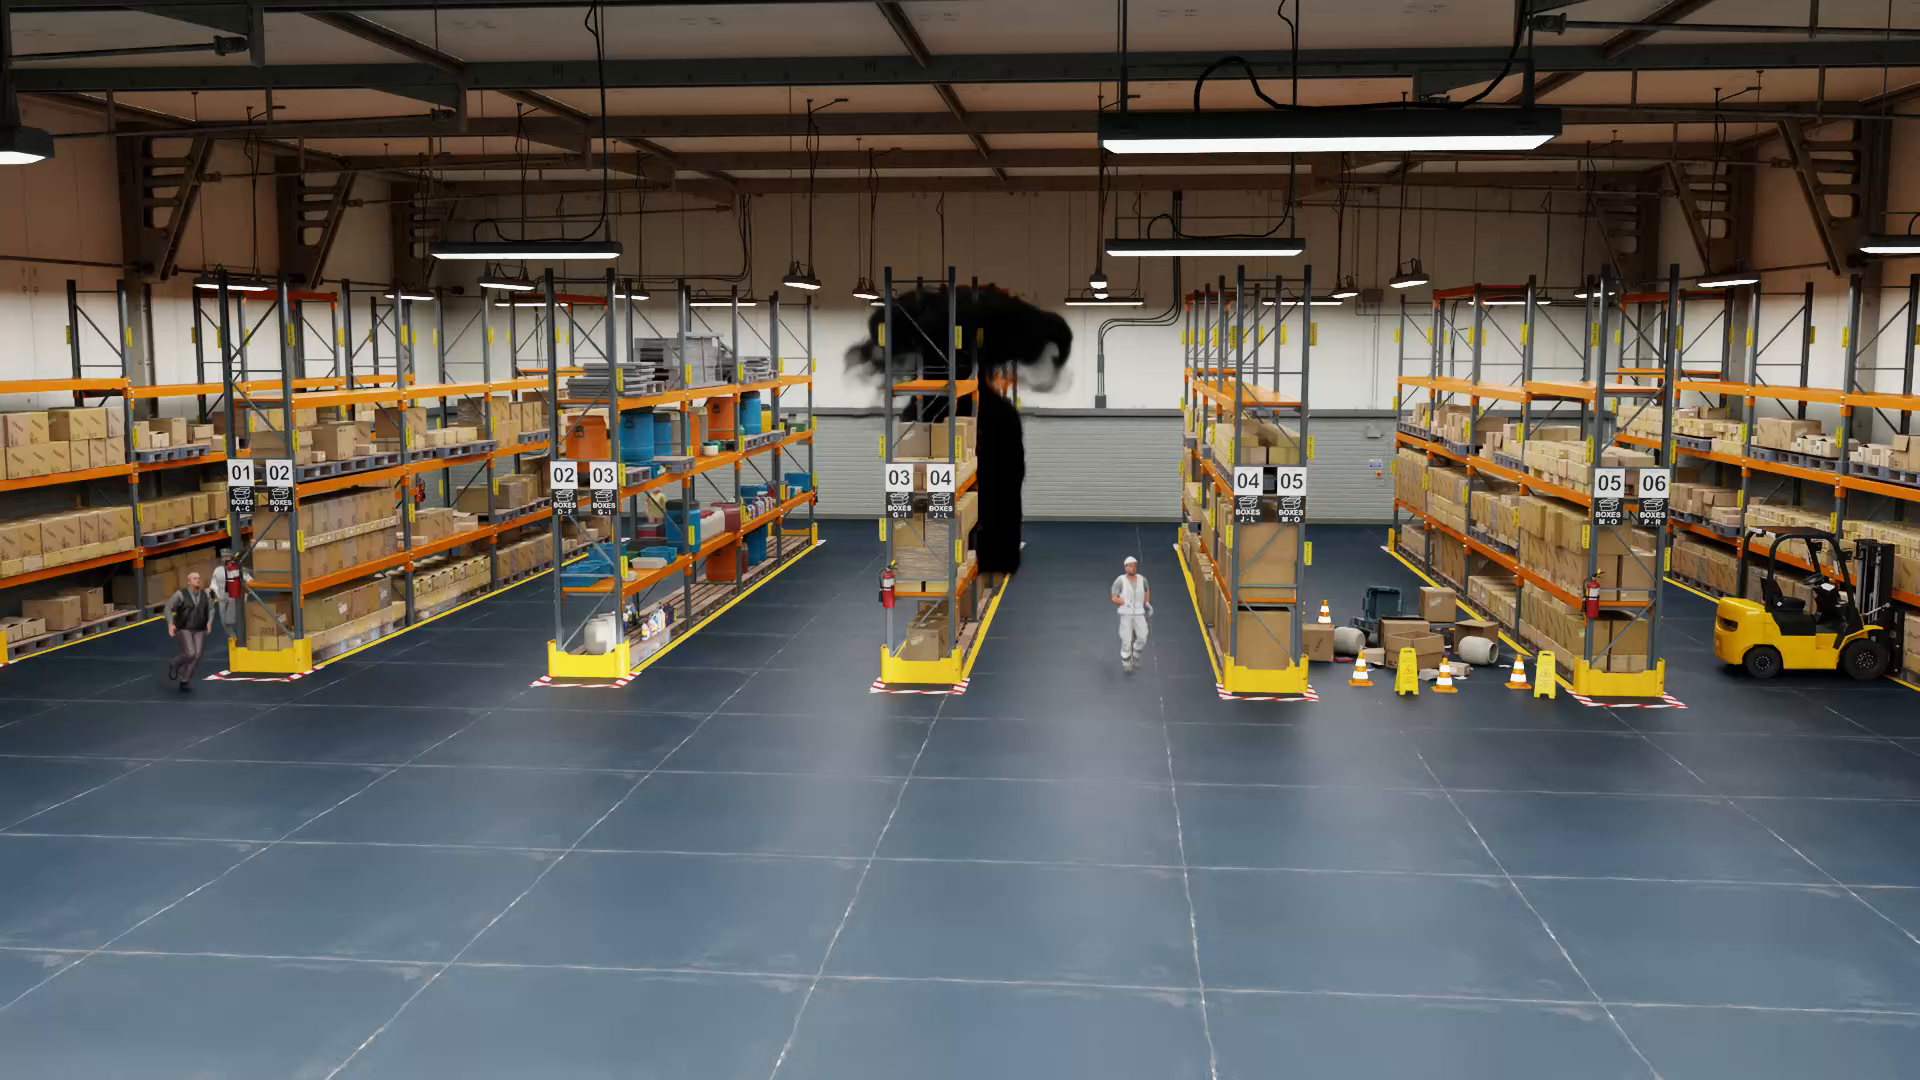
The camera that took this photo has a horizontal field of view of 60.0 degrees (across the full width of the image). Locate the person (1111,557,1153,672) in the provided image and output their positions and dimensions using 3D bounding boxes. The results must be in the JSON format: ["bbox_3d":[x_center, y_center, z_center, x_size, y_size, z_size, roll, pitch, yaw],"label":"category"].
[{"bbox_3d":[2.574,1.122,24.748,0.643,1.745,0.618,-1,7,-10],"label":"person"}]

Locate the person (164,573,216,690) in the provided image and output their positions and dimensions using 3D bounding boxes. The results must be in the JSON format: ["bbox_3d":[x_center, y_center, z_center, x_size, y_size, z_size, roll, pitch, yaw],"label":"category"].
[{"bbox_3d":[-10.992,1.295,23.868,0.533,1.648,0.683,6,9,42],"label":"person"}]

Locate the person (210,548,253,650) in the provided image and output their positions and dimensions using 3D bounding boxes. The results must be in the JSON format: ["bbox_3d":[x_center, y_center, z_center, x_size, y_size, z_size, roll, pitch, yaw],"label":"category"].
[{"bbox_3d":[-11.669,0.956,26.530,0.590,1.660,0.584,0,7,2],"label":"person"}]

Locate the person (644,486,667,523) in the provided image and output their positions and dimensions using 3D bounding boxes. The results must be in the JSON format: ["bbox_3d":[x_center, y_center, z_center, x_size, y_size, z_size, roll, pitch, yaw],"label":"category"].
[{"bbox_3d":[-7.036,-0.492,38.489,0.559,1.726,0.737,-1,7,-6],"label":"person"}]
